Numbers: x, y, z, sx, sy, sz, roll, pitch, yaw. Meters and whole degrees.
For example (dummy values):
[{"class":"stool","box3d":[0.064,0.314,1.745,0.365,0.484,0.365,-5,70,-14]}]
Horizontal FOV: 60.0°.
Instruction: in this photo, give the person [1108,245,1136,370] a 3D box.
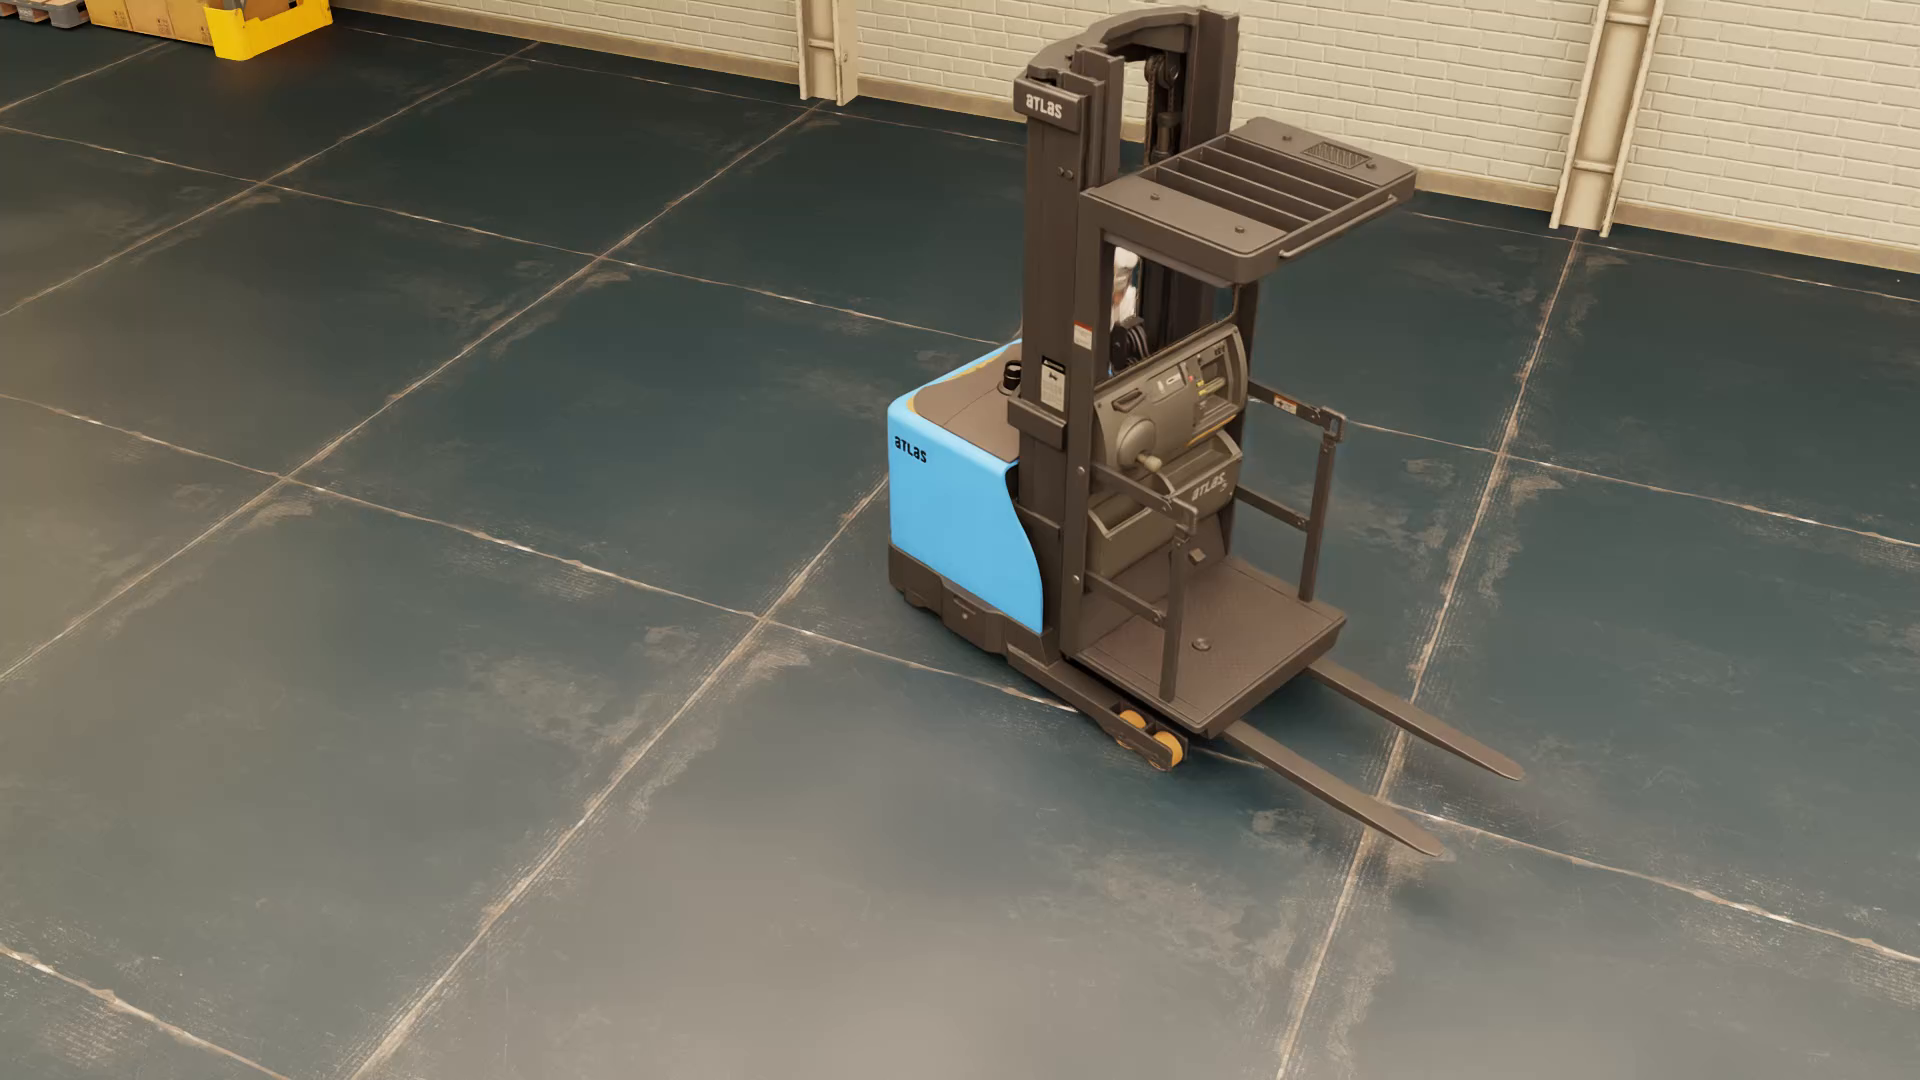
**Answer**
[{"class":"person","box3d":[0.720,-0.686,8.227,0.972,1.627,0.726,11,37,16]}]

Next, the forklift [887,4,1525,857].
[{"class":"forklift","box3d":[1.040,-0.537,6.839,1.130,2.935,3.031,-30,45,-35]}]
